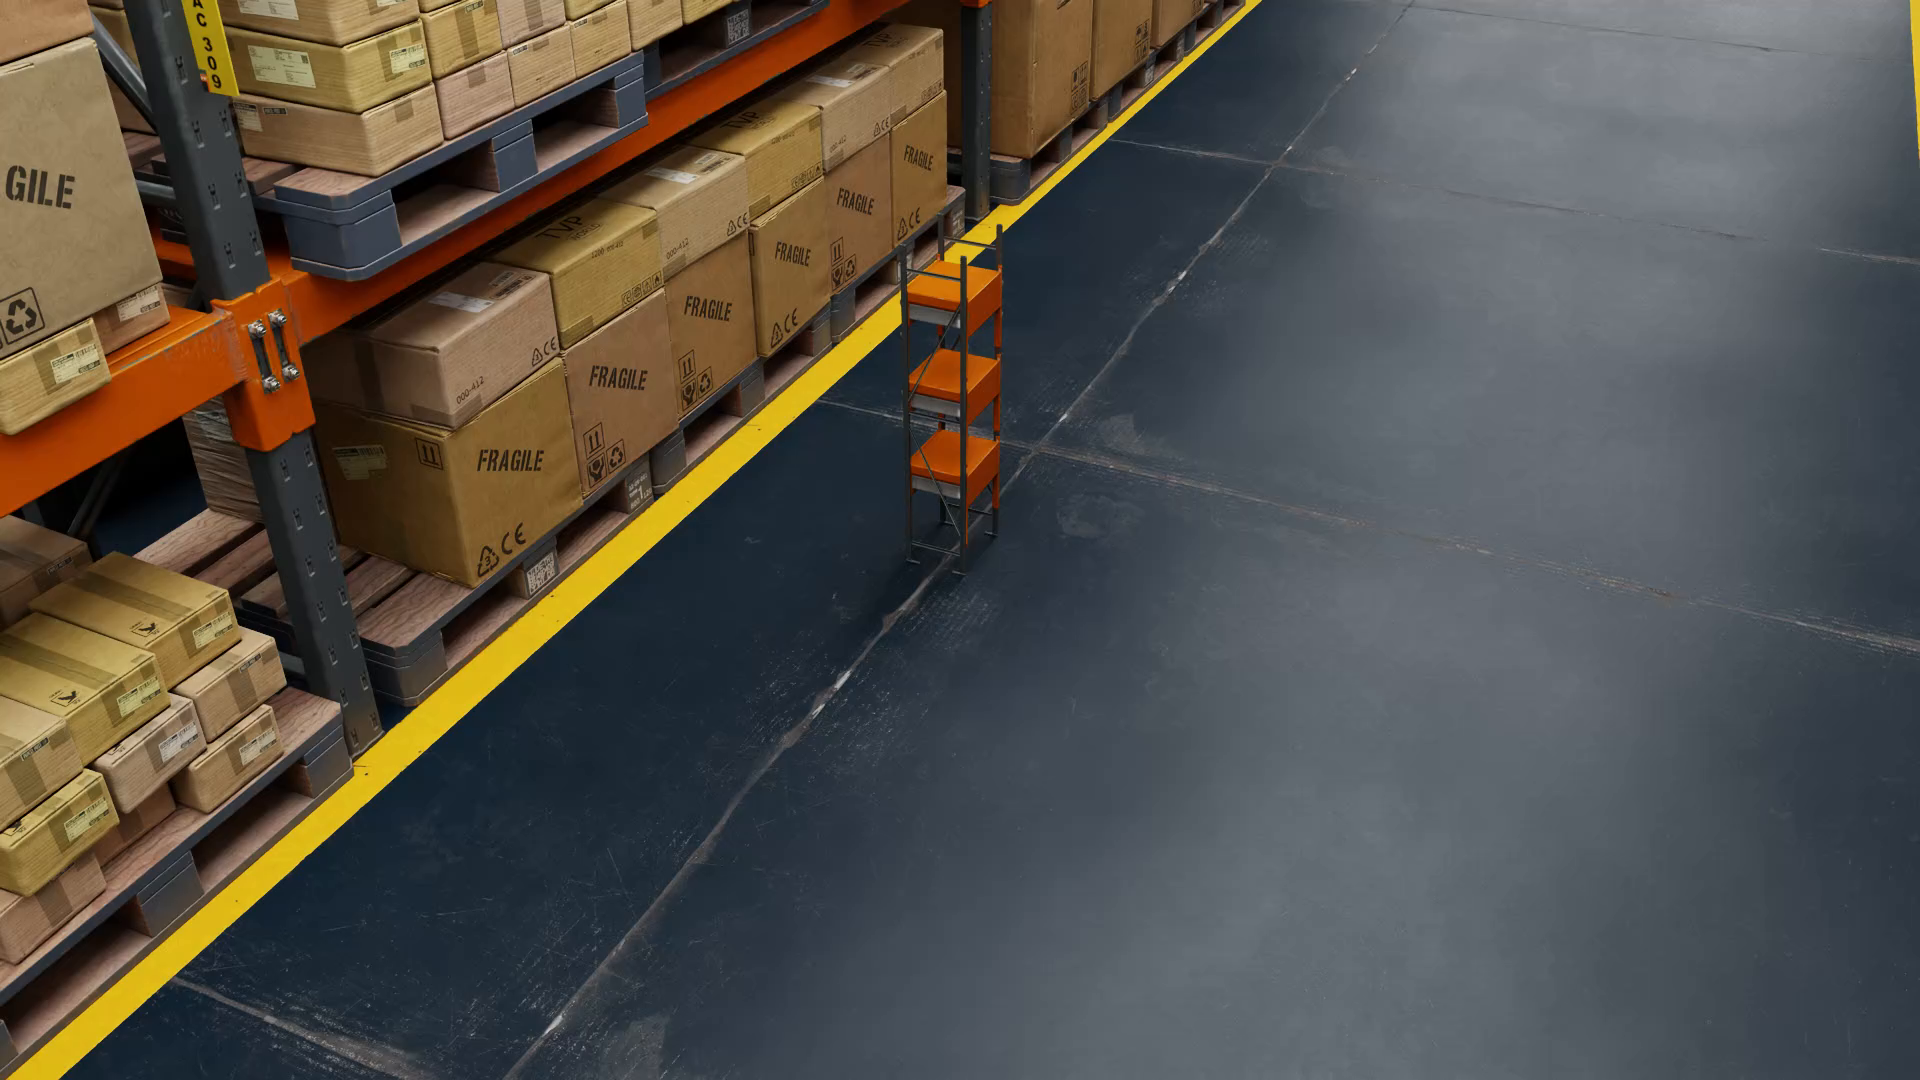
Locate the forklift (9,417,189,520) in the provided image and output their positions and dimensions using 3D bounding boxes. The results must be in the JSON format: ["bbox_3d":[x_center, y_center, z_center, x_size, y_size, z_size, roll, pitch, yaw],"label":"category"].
[{"bbox_3d":[-2.788,-1.956,5.560,1.130,2.935,3.031,14,36,21],"label":"forklift"}]

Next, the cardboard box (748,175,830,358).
[{"bbox_3d":[-0.810,-1.024,5.973,0.500,0.500,0.500,13,35,18],"label":"cardboard box"}]

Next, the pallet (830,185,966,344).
[{"bbox_3d":[-0.673,-1.251,6.966,1.003,0.211,1.213,14,36,20],"label":"pallet"}]

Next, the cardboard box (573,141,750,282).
[{"bbox_3d":[-1.031,-1.084,5.380,0.500,0.250,0.500,16,36,22],"label":"cardboard box"}]

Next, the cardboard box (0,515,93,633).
[{"bbox_3d":[-2.351,0.078,4.070,0.380,0.149,0.250,16,36,22],"label":"cardboard box"}]

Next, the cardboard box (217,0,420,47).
[{"bbox_3d":[-1.436,-1.224,3.685,0.380,0.149,0.250,16,37,23],"label":"cardboard box"}]

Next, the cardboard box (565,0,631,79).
[{"bbox_3d":[-1.111,-1.363,4.439,0.380,0.149,0.250,15,36,21],"label":"cardboard box"}]

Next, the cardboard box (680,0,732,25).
[{"bbox_3d":[-0.894,-1.627,4.842,0.380,0.149,0.250,14,36,20],"label":"cardboard box"}]

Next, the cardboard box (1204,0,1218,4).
[{"bbox_3d":[1.151,-3.703,9.831,1.050,0.750,0.750,14,36,20],"label":"cardboard box"}]

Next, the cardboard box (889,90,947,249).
[{"bbox_3d":[-0.383,-1.549,6.773,0.500,0.500,0.500,14,36,20],"label":"cardboard box"}]

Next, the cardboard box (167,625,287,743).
[{"bbox_3d":[-1.861,0.308,3.990,0.380,0.149,0.250,15,36,21],"label":"cardboard box"}]

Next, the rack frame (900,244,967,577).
[{"bbox_3d":[-0.073,-0.352,4.829,0.200,1.050,0.008,14,36,20],"label":"rack frame"}]

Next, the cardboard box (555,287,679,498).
[{"bbox_3d":[-1.248,-0.515,5.197,0.500,0.500,0.500,16,36,23],"label":"cardboard box"}]

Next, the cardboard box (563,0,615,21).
[{"bbox_3d":[-1.113,-1.487,4.358,0.380,0.149,0.250,13,35,18],"label":"cardboard box"}]

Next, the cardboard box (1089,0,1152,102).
[{"bbox_3d":[0.354,-2.760,8.392,1.050,0.750,0.750,15,36,21],"label":"cardboard box"}]

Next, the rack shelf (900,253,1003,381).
[{"bbox_3d":[-0.022,-0.641,4.772,0.215,0.259,0.240,14,36,20],"label":"rack shelf"}]

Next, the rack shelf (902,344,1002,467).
[{"bbox_3d":[-0.022,-0.404,4.927,0.215,0.259,0.240,14,36,20],"label":"rack shelf"}]

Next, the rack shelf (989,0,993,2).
[{"bbox_3d":[0.492,-3.501,8.510,1.077,0.370,4.000,14,36,20],"label":"rack shelf"}]

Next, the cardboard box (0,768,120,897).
[{"bbox_3d":[-2.059,0.583,3.571,0.380,0.149,0.250,13,35,19],"label":"cardboard box"}]

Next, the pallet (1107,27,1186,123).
[{"bbox_3d":[0.565,-2.621,9.054,1.003,0.211,1.213,14,36,20],"label":"pallet"}]

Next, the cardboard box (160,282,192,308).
[{"bbox_3d":[-1.936,-0.687,4.775,0.500,0.250,0.500,13,36,19],"label":"cardboard box"}]

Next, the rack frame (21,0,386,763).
[{"bbox_3d":[-2.018,-0.814,3.756,1.000,3.000,0.127,14,36,20],"label":"rack frame"}]

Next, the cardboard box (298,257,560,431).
[{"bbox_3d":[-1.469,-0.565,4.589,0.500,0.250,0.500,13,35,18],"label":"cardboard box"}]

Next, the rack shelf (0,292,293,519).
[{"bbox_3d":[-2.855,0.483,2.434,1.077,0.370,4.000,14,36,20],"label":"rack shelf"}]

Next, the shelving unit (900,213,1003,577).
[{"bbox_3d":[-0.022,-0.412,4.921,0.215,1.050,0.252,14,36,20],"label":"shelving unit"}]

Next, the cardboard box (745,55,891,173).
[{"bbox_3d":[-0.594,-1.595,6.160,0.500,0.250,0.500,15,36,21],"label":"cardboard box"}]

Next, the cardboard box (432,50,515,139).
[{"bbox_3d":[-1.325,-1.115,4.060,0.380,0.149,0.250,15,36,21],"label":"cardboard box"}]

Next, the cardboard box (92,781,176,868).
[{"bbox_3d":[-2.058,0.586,3.837,0.380,0.149,0.250,15,36,22],"label":"cardboard box"}]

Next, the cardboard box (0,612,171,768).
[{"bbox_3d":[-2.002,0.327,3.690,0.380,0.149,0.250,15,36,21],"label":"cardboard box"}]

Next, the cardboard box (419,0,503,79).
[{"bbox_3d":[-1.329,-1.229,3.964,0.380,0.149,0.250,13,36,20],"label":"cardboard box"}]

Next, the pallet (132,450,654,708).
[{"bbox_3d":[-1.694,-0.036,5.112,1.003,0.211,1.213,14,36,20],"label":"pallet"}]

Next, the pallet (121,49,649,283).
[{"bbox_3d":[-1.566,-1.081,4.338,1.003,0.211,1.213,14,36,20],"label":"pallet"}]

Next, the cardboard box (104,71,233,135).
[{"bbox_3d":[-2.032,-1.128,4.080,0.380,0.149,0.250,13,36,19],"label":"cardboard box"}]

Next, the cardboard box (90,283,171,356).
[{"bbox_3d":[-1.925,-0.513,3.526,0.380,0.149,0.250,14,36,20],"label":"cardboard box"}]

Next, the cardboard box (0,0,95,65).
[{"bbox_3d":[-1.969,-1.102,2.921,0.500,0.500,0.500,13,35,19],"label":"cardboard box"}]

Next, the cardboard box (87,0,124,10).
[{"bbox_3d":[-2.028,-1.378,3.920,0.380,0.149,0.250,16,36,23],"label":"cardboard box"}]
